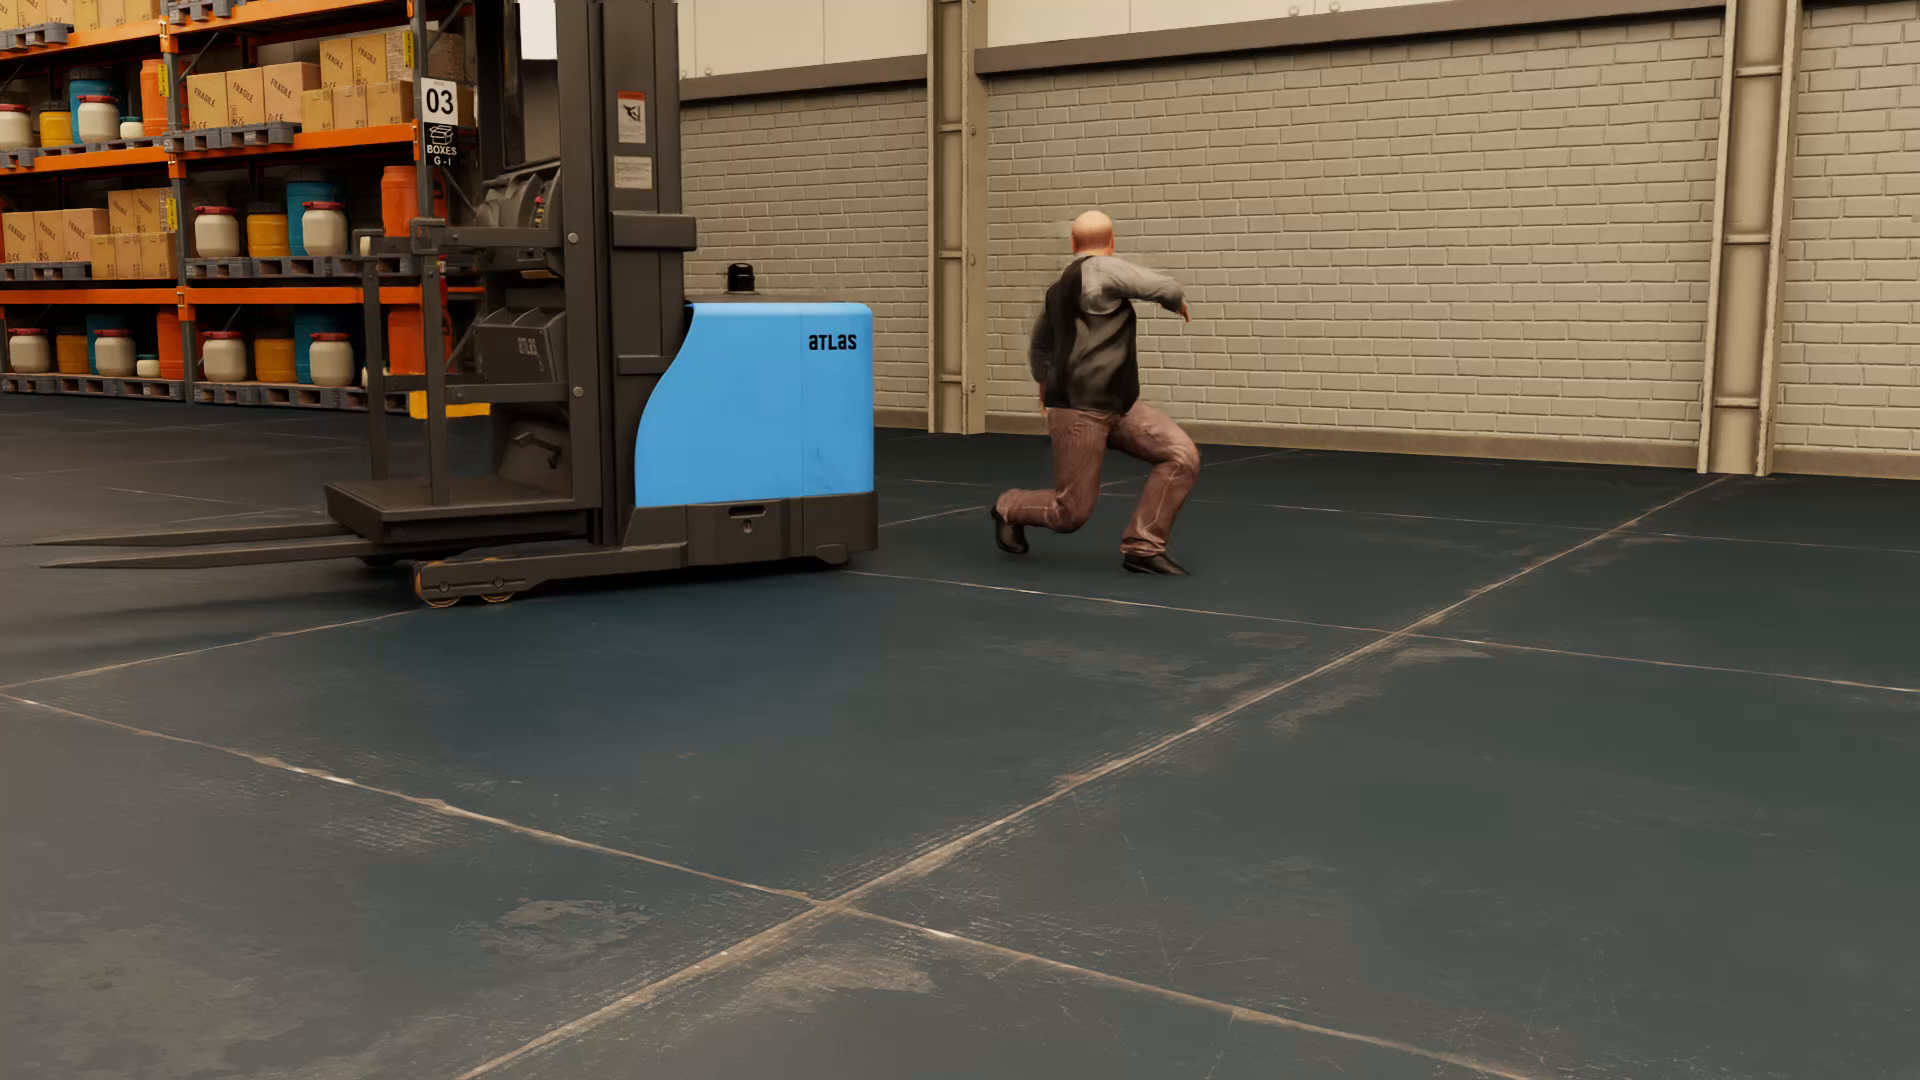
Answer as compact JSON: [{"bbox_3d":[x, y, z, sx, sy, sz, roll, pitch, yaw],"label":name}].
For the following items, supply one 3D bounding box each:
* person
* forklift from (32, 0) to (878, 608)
[{"bbox_3d":[0.568,-0.597,6.838,0.956,1.490,0.730,4,9,24],"label":"person"},{"bbox_3d":[-1.867,-1.294,6.293,3.031,2.935,1.130,-5,9,-31],"label":"forklift"}]
